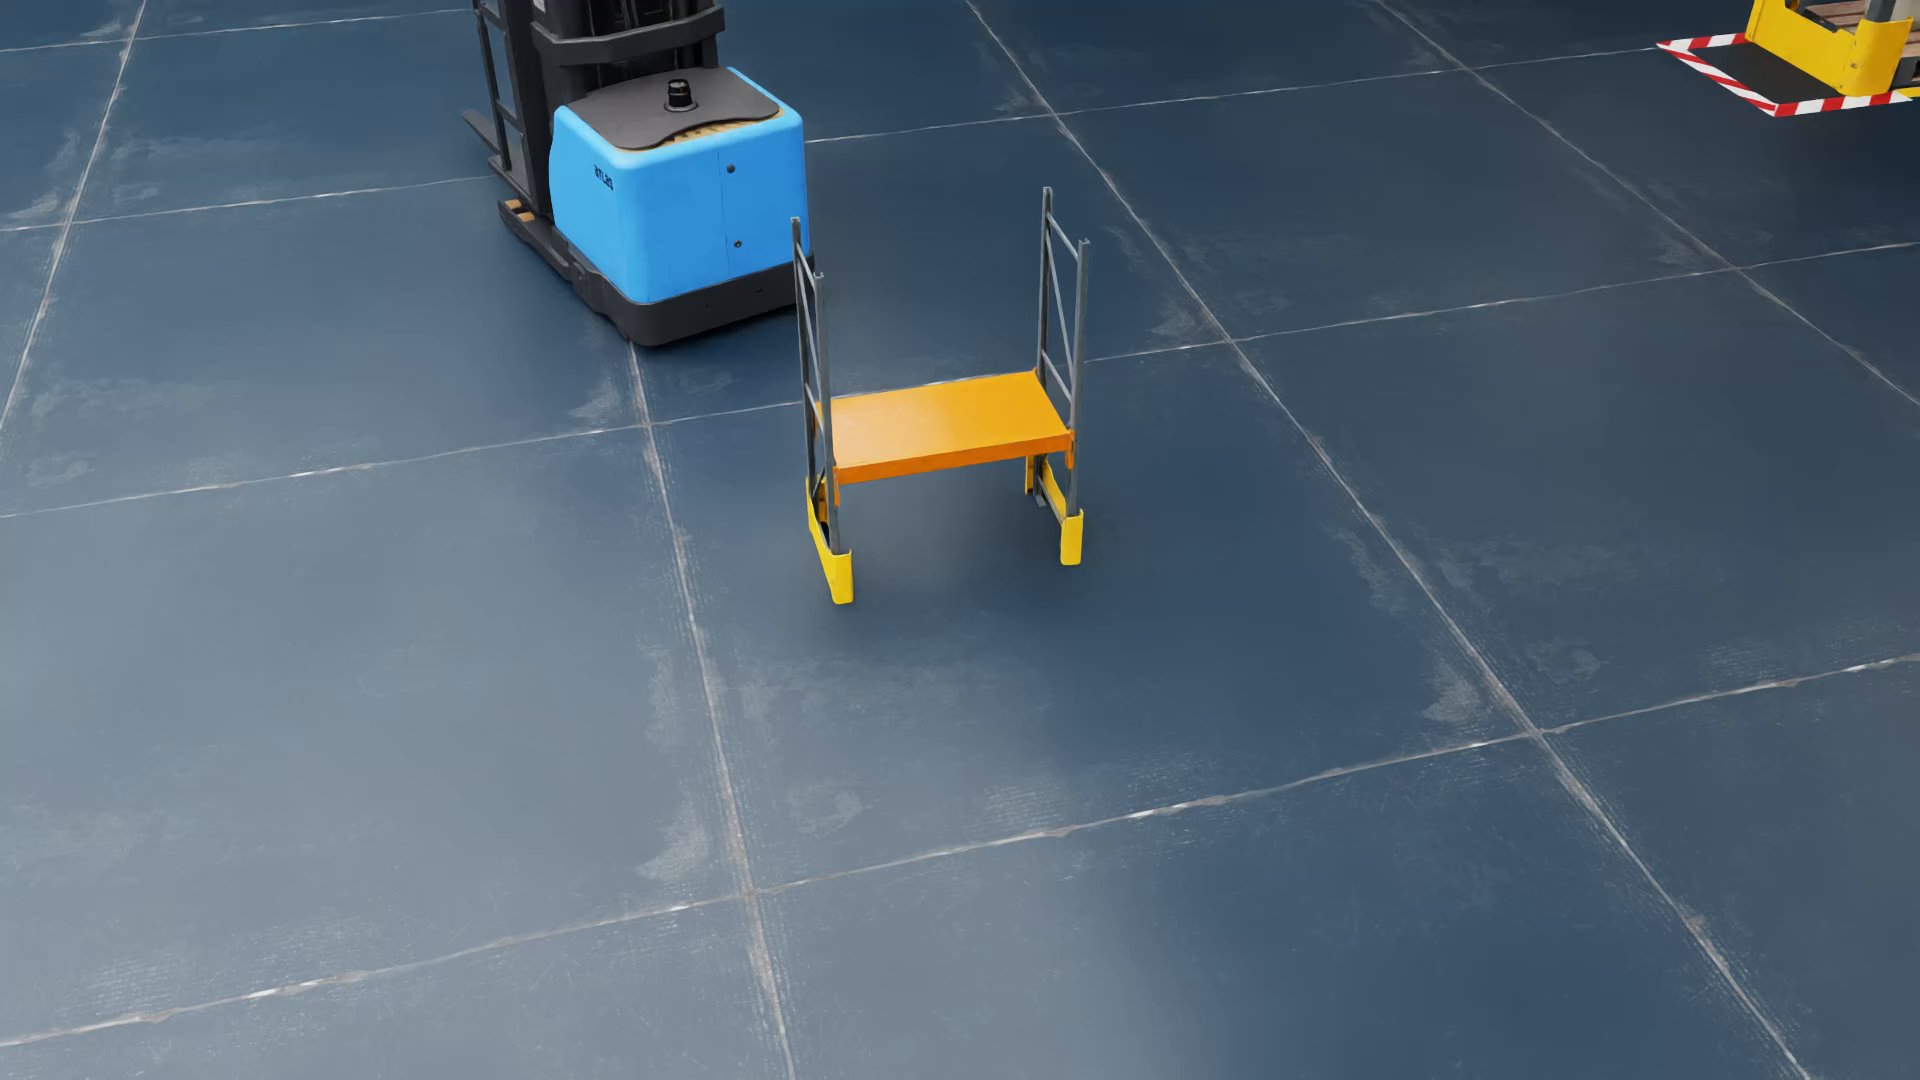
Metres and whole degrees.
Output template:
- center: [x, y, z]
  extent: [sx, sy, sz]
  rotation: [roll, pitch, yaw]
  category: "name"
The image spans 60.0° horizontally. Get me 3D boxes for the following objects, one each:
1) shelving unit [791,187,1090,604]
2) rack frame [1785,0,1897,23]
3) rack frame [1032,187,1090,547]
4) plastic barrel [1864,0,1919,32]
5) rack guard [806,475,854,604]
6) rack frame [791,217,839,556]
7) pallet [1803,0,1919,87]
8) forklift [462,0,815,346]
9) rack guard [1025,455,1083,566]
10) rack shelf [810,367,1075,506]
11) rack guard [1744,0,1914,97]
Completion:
- center: [-0.074, -0.584, 6.779]
  extent: [1.083, 1.500, 0.587]
  rotation: [-9, 38, -12]
  category: "shelving unit"
- center: [5.893, -4.477, 10.633]
  extent: [0.127, 3.000, 1.000]
  rotation: [-9, 38, -12]
  category: "rack frame"
- center: [0.408, -0.663, 6.882]
  extent: [0.032, 1.500, 0.500]
  rotation: [-9, 38, -12]
  category: "rack frame"
- center: [6.508, -3.804, 11.457]
  extent: [0.421, 0.512, 0.421]
  rotation: [0, 37, 0]
  category: "plastic barrel"
- center: [-0.554, -0.008, 7.055]
  extent: [0.087, 0.250, 0.587]
  rotation: [-9, 38, -12]
  category: "rack guard"
- center: [-0.573, -0.502, 6.671]
  extent: [0.032, 1.500, 0.500]
  rotation: [-9, 38, -12]
  category: "rack frame"
- center: [6.740, -3.534, 11.697]
  extent: [1.213, 0.211, 1.003]
  rotation: [-9, 38, -12]
  category: "pallet"
- center: [-1.998, -3.006, 8.767]
  extent: [1.130, 2.935, 3.031]
  rotation: [-22, 42, -26]
  category: "forklift"
- center: [0.407, -0.166, 7.261]
  extent: [0.087, 0.250, 0.587]
  rotation: [-9, 38, -12]
  category: "rack guard"
- center: [-0.082, -0.439, 6.886]
  extent: [1.000, 0.185, 0.538]
  rotation: [-9, 38, -12]
  category: "rack shelf"
- center: [5.954, -3.523, 11.445]
  extent: [0.348, 0.500, 1.175]
  rotation: [-9, 38, -12]
  category: "rack guard"
